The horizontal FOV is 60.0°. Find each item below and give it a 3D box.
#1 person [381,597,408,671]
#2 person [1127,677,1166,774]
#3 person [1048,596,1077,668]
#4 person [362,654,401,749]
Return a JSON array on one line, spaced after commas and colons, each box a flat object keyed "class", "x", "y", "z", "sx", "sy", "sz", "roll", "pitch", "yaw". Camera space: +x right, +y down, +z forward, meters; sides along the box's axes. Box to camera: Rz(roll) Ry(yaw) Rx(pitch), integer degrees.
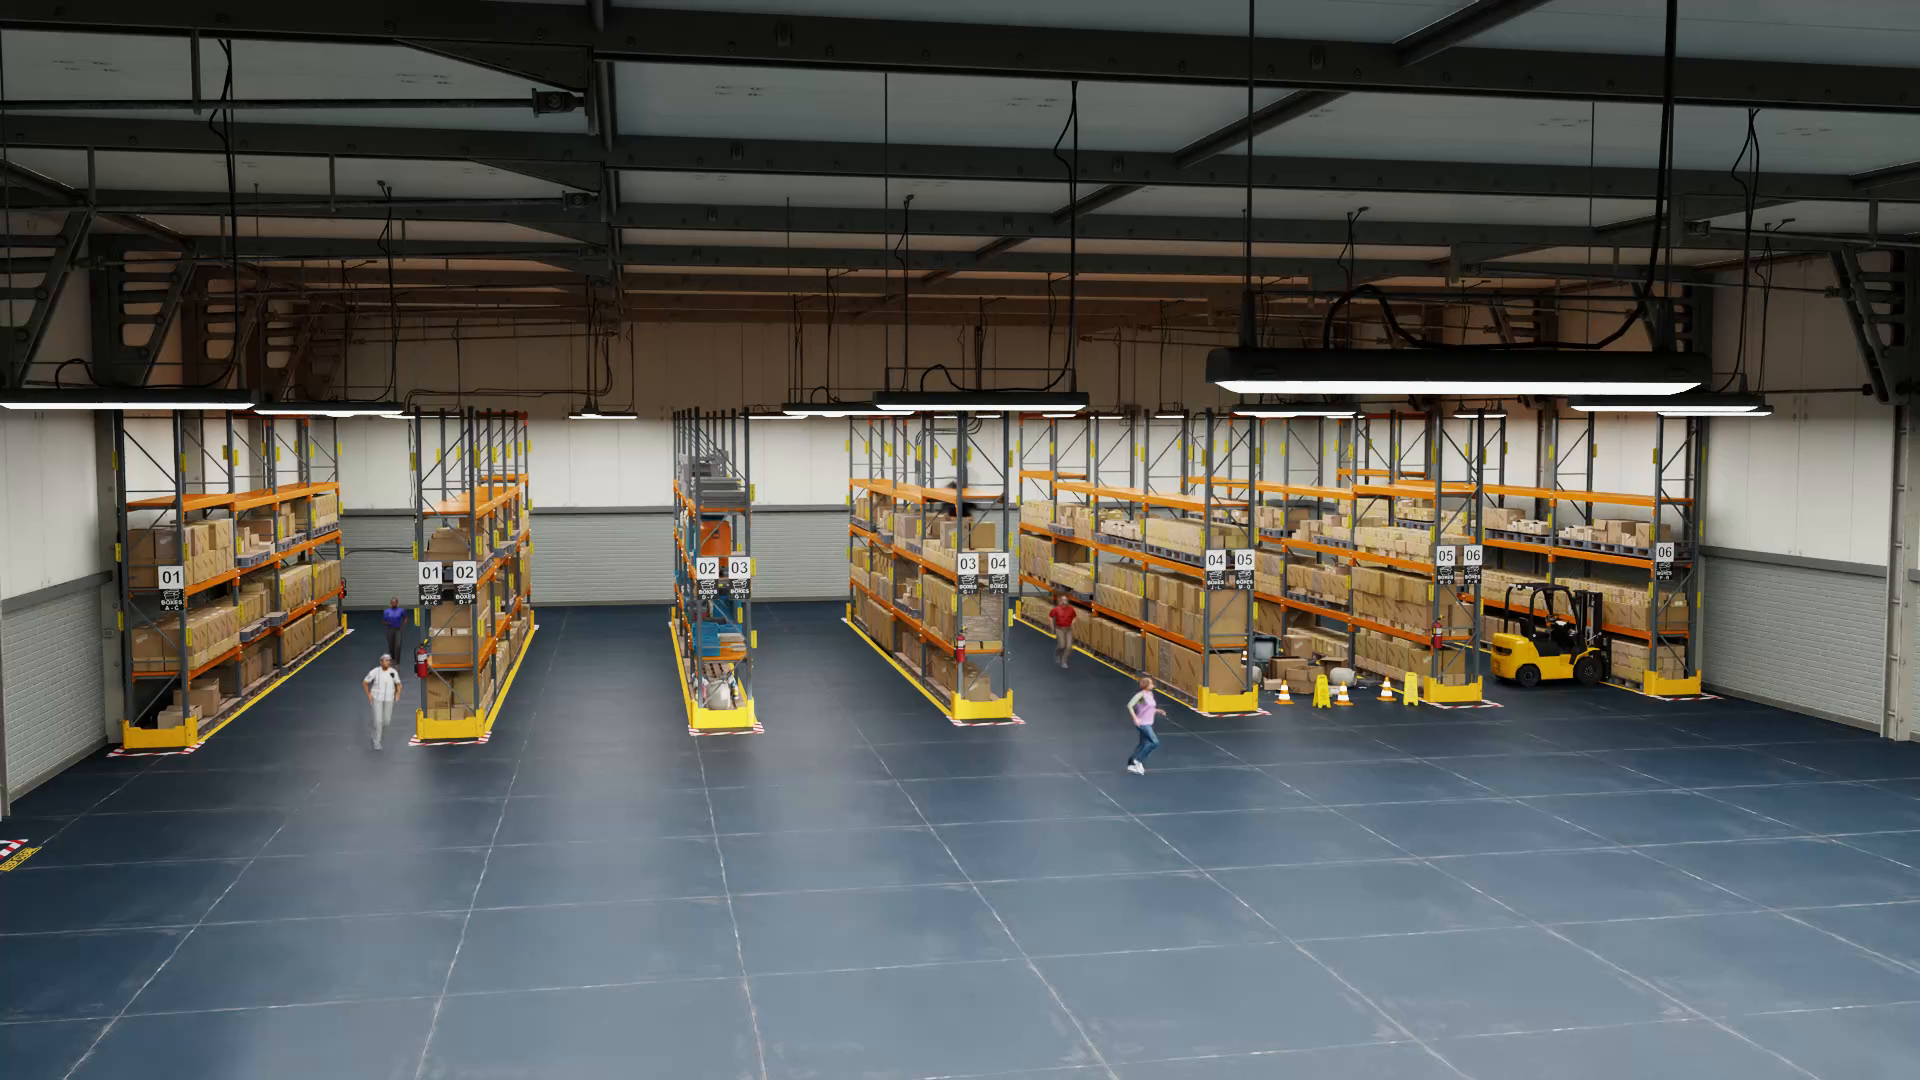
[{"class": "person", "x": -13.038, "y": 2.151, "z": 38.354, "sx": 0.586, "sy": 1.633, "sz": 0.891, "roll": -1, "pitch": 4, "yaw": -18}, {"class": "person", "x": 3.018, "y": 3.004, "z": 27.008, "sx": 0.630, "sy": 1.571, "sz": 0.538, "roll": 2, "pitch": 4, "yaw": 23}, {"class": "person", "x": 2.425, "y": 2.137, "z": 38.628, "sx": 0.665, "sy": 1.686, "sz": 0.592, "roll": -1, "pitch": 4, "yaw": -15}, {"class": "person", "x": -10.216, "y": 2.833, "z": 29.424, "sx": 0.657, "sy": 1.632, "sz": 0.586, "roll": -3, "pitch": 5, "yaw": -35}]
